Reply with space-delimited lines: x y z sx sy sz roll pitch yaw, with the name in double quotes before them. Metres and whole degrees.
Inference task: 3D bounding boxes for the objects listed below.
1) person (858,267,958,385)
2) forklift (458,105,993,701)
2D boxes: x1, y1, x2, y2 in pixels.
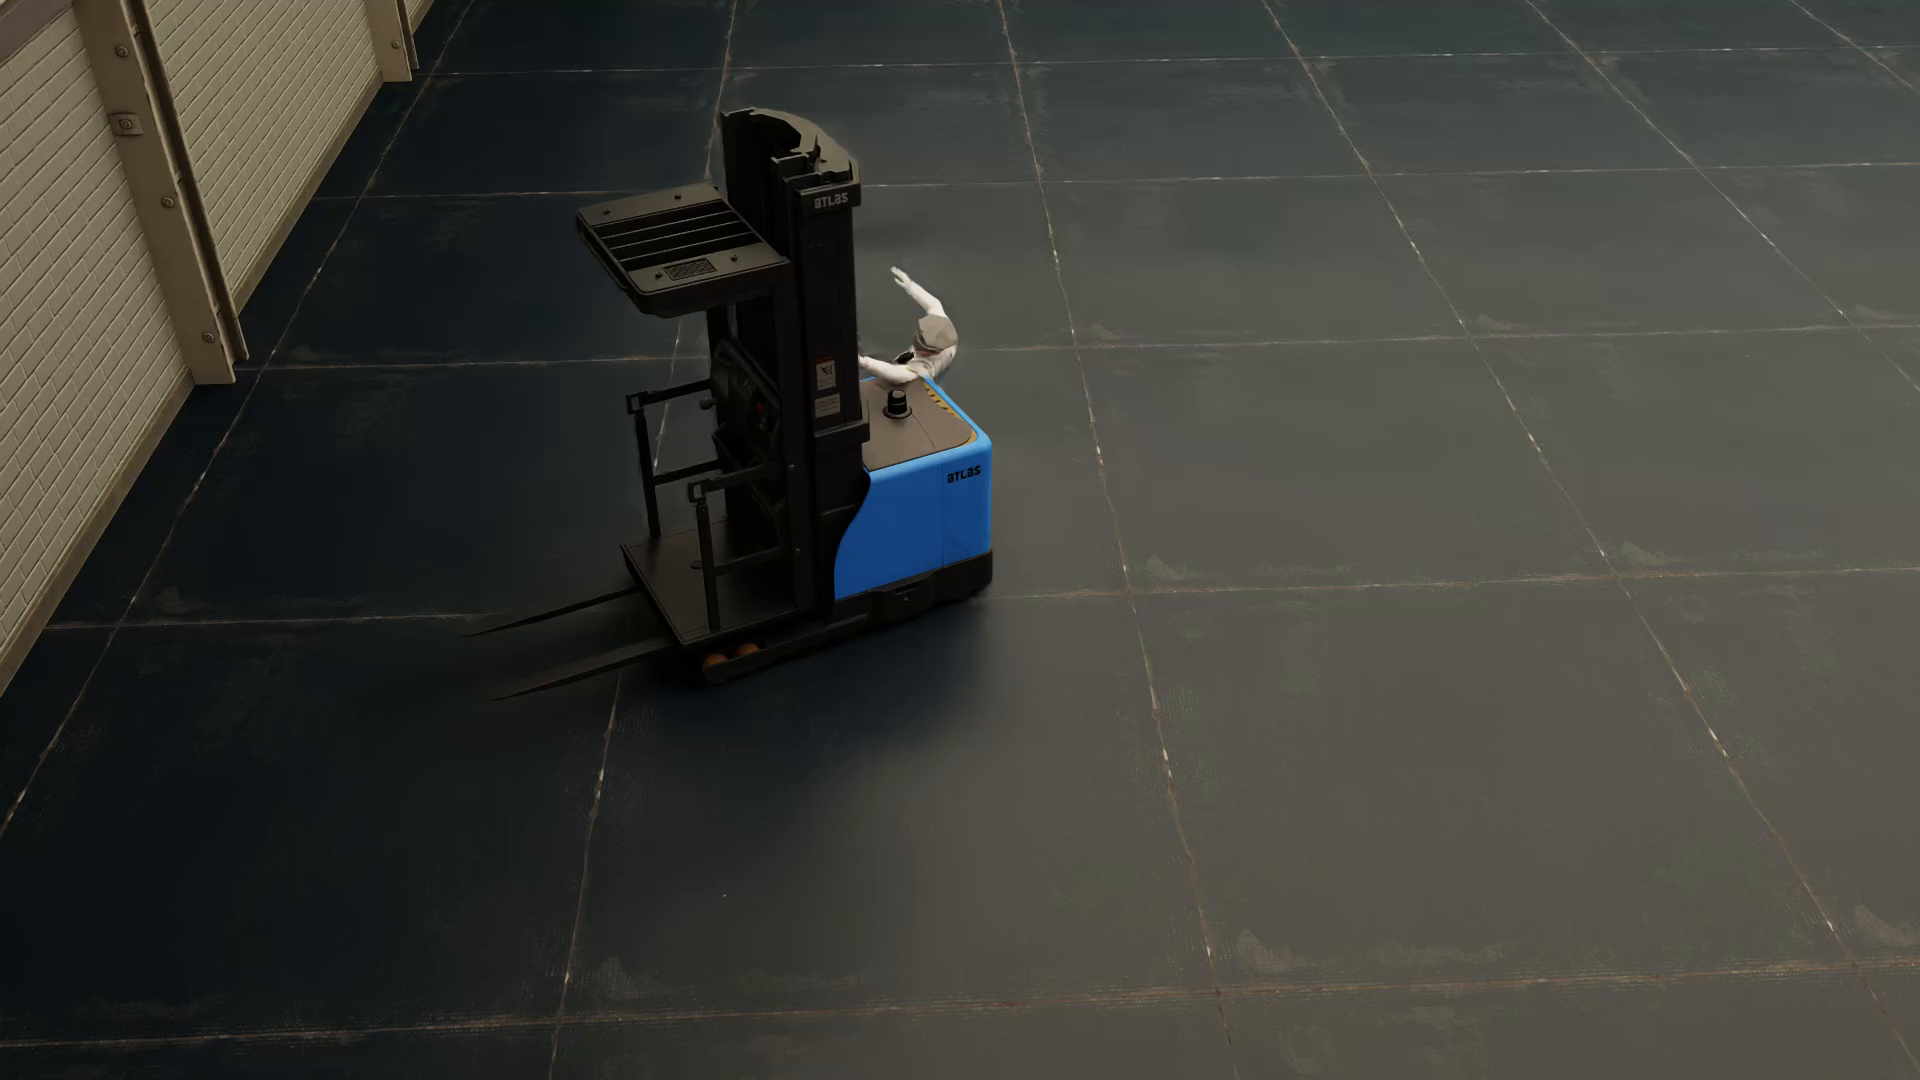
"person" -0.453 -0.851 10.370 0.818 1.565 1.005 28 44 32
"forklift" -1.351 -0.731 9.015 3.031 2.935 1.130 -17 39 -22
